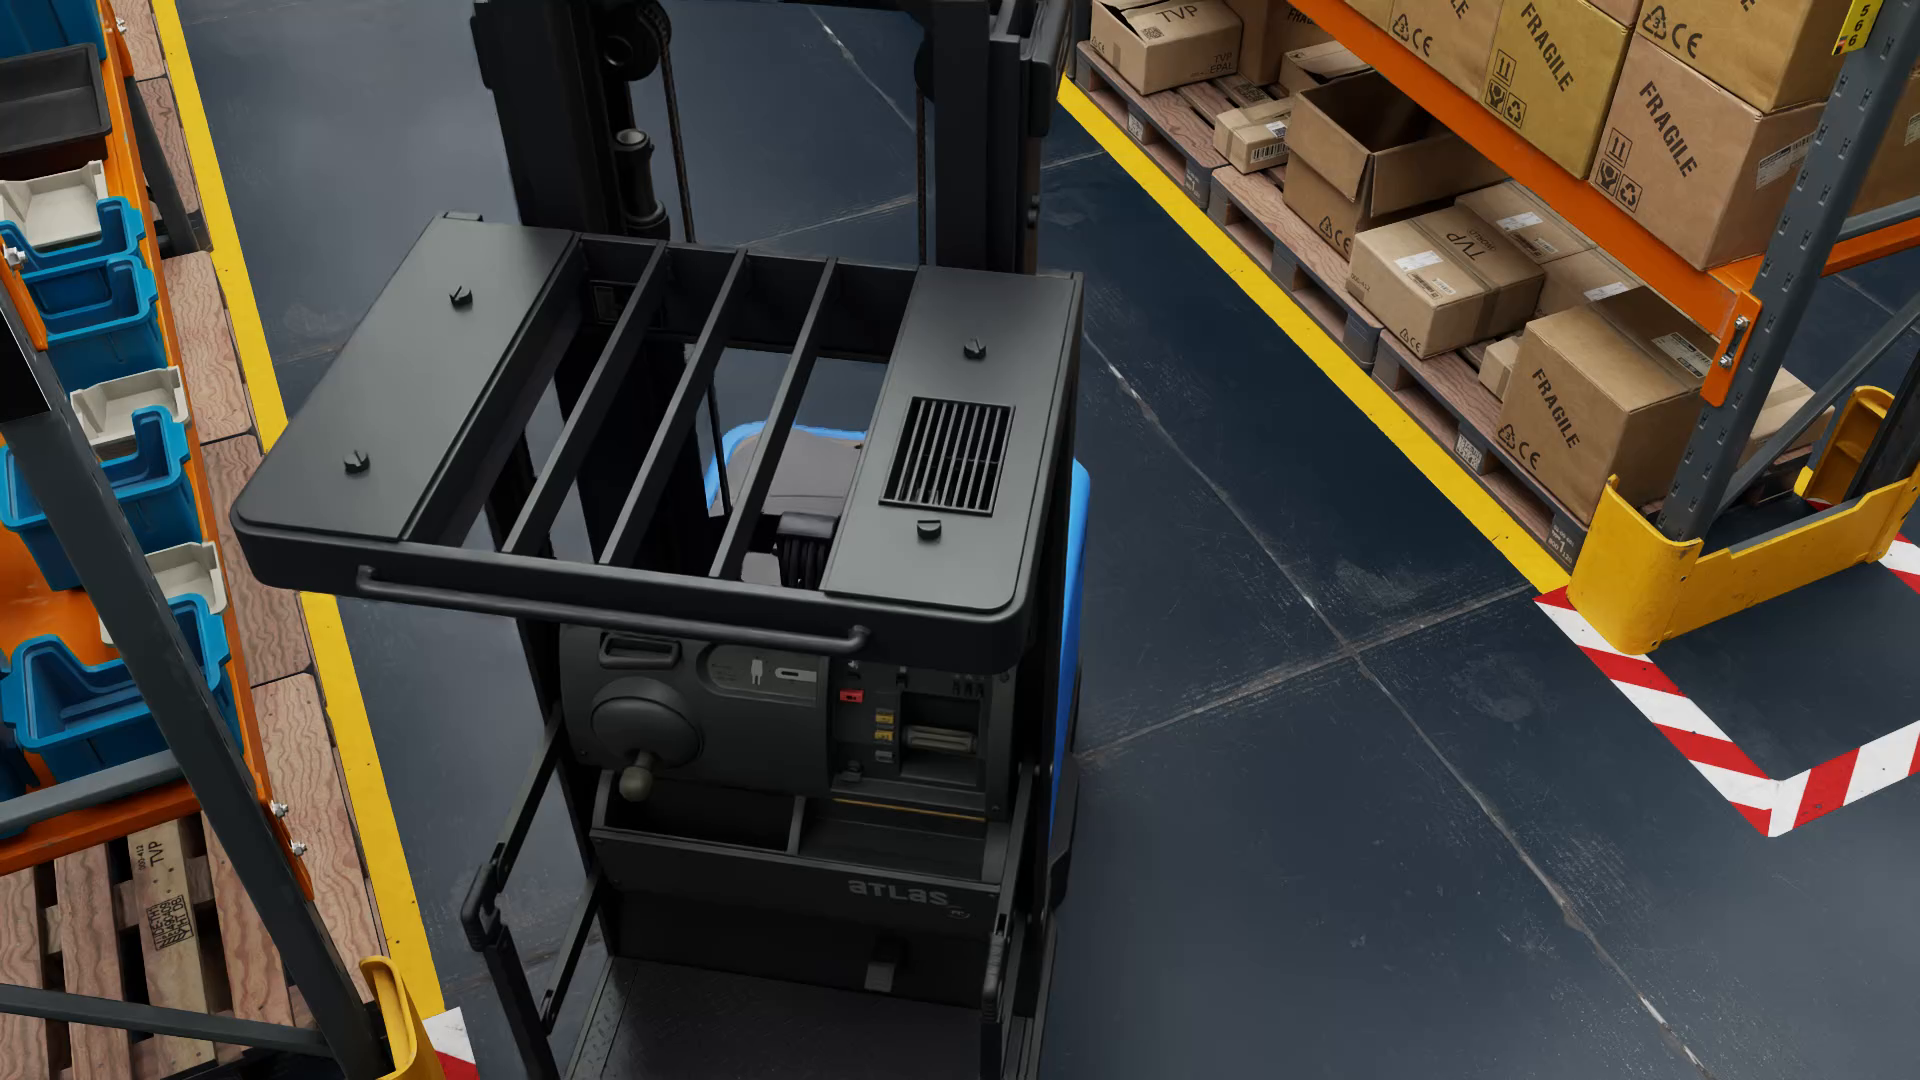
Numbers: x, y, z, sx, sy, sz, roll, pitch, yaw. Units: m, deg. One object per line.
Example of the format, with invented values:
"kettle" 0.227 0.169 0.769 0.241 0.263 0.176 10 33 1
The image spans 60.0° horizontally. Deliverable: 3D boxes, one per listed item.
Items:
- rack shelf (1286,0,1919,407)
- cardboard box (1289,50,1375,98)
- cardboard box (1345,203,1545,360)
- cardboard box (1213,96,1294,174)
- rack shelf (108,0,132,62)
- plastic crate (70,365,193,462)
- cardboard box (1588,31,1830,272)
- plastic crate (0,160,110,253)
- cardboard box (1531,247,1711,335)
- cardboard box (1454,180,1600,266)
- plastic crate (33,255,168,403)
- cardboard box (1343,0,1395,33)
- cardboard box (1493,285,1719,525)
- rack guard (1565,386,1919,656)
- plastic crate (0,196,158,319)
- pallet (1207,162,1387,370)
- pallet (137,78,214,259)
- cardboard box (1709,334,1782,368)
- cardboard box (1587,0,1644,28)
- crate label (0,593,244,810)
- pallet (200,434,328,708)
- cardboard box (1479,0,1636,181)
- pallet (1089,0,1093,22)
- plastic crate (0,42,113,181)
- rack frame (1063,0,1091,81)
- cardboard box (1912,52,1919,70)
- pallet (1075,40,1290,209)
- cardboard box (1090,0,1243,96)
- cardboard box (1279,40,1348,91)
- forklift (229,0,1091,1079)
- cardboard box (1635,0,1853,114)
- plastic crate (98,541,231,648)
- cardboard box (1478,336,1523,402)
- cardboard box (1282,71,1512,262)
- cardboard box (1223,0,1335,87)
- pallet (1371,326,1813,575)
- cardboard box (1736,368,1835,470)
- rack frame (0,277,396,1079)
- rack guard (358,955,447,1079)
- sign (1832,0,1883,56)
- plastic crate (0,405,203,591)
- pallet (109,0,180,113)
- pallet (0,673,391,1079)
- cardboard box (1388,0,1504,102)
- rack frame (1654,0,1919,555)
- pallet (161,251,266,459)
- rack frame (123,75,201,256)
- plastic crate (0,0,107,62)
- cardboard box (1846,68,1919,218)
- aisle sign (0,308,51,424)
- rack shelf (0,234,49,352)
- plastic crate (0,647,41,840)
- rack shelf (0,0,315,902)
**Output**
"rack shelf" 1.797 -1.931 6.084 1.077 0.370 4.000 -18 47 -17
"cardboard box" 1.768 -1.904 7.145 0.500 0.311 0.500 -18 47 -17
"cardboard box" 1.814 -0.978 6.250 0.500 0.250 0.500 -18 47 -17
"cardboard box" 1.309 -1.730 7.072 0.380 0.166 0.250 -18 47 -17
"rack shelf" -4.381 -3.020 7.187 1.077 0.370 4.000 -18 47 -17
"plastic crate" -2.008 -0.295 4.059 0.250 0.136 0.298 -18 47 -17
"cardboard box" 2.203 -1.153 4.712 0.500 0.500 0.500 -17 47 -16
"plastic crate" -2.535 -0.908 4.679 0.293 0.136 0.466 -18 47 -17
"cardboard box" 2.456 -0.839 6.109 0.500 0.250 0.500 -18 47 -17
"cardboard box" 2.246 -1.158 6.432 0.500 0.250 0.500 -18 47 -17
"plastic crate" -2.217 -0.507 4.205 0.416 0.233 0.300 -18 47 -17
"cardboard box" 1.565 -2.123 5.695 0.500 0.500 0.500 -19 48 -18
"cardboard box" 2.186 -0.453 5.540 0.500 0.500 0.500 -18 47 -17
"rack guard" 2.606 -0.071 5.466 1.175 0.500 0.348 -18 47 -17
"plastic crate" -2.343 -0.699 4.399 0.416 0.233 0.300 -18 47 -17
"pallet" 1.761 -1.252 6.869 1.003 0.211 1.213 -18 47 -17
"pallet" -3.826 -1.513 7.133 1.003 0.211 1.213 -18 47 -17
"cardboard box" 2.668 -0.588 5.915 0.380 0.166 0.250 -18 47 -17
"cardboard box" 1.988 -1.828 4.684 0.500 0.500 0.500 -17 47 -16
"crate label" -1.663 0.332 3.355 0.416 0.233 0.303 -18 47 -17
"pallet" -2.679 0.227 5.369 1.003 0.211 1.213 -18 47 -17
"cardboard box" 1.981 -1.483 5.046 0.500 0.500 0.500 -18 47 -17
"pallet" 0.580 -2.976 8.616 1.003 0.211 1.213 -18 47 -17
"plastic crate" -2.825 -1.291 5.075 0.437 0.125 0.590 -18 47 -17
"rack frame" 0.956 -3.462 7.123 1.000 3.000 0.127 -18 47 -17
"cardboard box" 2.691 -1.665 4.518 0.500 0.500 0.500 -17 47 -16
"pallet" 1.244 -2.031 7.658 1.003 0.211 1.213 -18 47 -17
"cardboard box" 0.936 -2.330 7.577 0.500 0.311 0.500 -18 47 -17
"cardboard box" 1.665 -2.103 7.462 0.380 0.149 0.250 -18 47 -17
"forklift" -0.385 0.457 3.200 1.130 2.935 3.031 7 45 7
"cardboard box" 2.201 -1.506 4.358 0.500 0.500 0.500 -18 48 -18
"plastic crate" -1.723 0.137 3.621 0.250 0.136 0.298 -18 47 -17
"cardboard box" 2.097 -0.619 5.946 0.380 0.166 0.250 -18 47 -17
"cardboard box" 1.751 -1.534 6.633 0.797 0.503 0.637 -18 47 -17
"cardboard box" 1.453 -2.449 7.563 0.500 0.500 0.500 -18 47 -17
"pallet" 2.270 -0.476 6.082 1.003 0.211 1.213 -18 47 -17
"cardboard box" 2.774 -0.423 5.759 0.380 0.149 0.250 -18 47 -17
"rack frame" -1.861 0.549 3.058 0.949 2.616 0.053 -18 47 -17
"rack guard" -1.836 1.449 3.925 1.175 0.500 0.348 -18 47 -17
"sign" 2.126 -1.286 3.868 0.100 0.325 0.005 -18 47 -17
"plastic crate" -1.940 -0.088 3.780 0.416 0.233 0.300 -18 47 -17
"pallet" -4.343 -2.291 7.922 1.003 0.211 1.213 -18 47 -17
"pallet" -2.169 1.004 4.583 1.003 0.211 1.213 -18 47 -17
"cardboard box" 1.776 -1.802 5.370 0.500 0.500 0.500 -18 47 -17
"rack frame" 2.638 -0.913 4.539 1.000 3.000 0.127 -18 47 -17
"pallet" -3.195 -0.551 6.159 1.003 0.211 1.213 -18 47 -17
"rack frame" -3.540 -2.001 5.642 1.000 3.000 0.127 -18 47 -17
"plastic crate" -3.034 -1.820 5.428 0.392 0.384 0.575 -18 47 -17
"cardboard box" 2.691 -1.309 4.870 0.500 0.500 0.500 -17 47 -17
"aisle sign" -1.558 -0.419 2.188 0.394 0.787 0.004 -18 47 -17
"rack shelf" -2.699 -1.538 3.550 1.077 0.370 4.000 -18 47 -17
"plastic crate" -2.168 0.356 3.186 0.616 0.435 0.499 -18 47 -17
"rack shelf" -2.699 -0.471 4.603 1.077 0.370 4.000 -18 47 -17
